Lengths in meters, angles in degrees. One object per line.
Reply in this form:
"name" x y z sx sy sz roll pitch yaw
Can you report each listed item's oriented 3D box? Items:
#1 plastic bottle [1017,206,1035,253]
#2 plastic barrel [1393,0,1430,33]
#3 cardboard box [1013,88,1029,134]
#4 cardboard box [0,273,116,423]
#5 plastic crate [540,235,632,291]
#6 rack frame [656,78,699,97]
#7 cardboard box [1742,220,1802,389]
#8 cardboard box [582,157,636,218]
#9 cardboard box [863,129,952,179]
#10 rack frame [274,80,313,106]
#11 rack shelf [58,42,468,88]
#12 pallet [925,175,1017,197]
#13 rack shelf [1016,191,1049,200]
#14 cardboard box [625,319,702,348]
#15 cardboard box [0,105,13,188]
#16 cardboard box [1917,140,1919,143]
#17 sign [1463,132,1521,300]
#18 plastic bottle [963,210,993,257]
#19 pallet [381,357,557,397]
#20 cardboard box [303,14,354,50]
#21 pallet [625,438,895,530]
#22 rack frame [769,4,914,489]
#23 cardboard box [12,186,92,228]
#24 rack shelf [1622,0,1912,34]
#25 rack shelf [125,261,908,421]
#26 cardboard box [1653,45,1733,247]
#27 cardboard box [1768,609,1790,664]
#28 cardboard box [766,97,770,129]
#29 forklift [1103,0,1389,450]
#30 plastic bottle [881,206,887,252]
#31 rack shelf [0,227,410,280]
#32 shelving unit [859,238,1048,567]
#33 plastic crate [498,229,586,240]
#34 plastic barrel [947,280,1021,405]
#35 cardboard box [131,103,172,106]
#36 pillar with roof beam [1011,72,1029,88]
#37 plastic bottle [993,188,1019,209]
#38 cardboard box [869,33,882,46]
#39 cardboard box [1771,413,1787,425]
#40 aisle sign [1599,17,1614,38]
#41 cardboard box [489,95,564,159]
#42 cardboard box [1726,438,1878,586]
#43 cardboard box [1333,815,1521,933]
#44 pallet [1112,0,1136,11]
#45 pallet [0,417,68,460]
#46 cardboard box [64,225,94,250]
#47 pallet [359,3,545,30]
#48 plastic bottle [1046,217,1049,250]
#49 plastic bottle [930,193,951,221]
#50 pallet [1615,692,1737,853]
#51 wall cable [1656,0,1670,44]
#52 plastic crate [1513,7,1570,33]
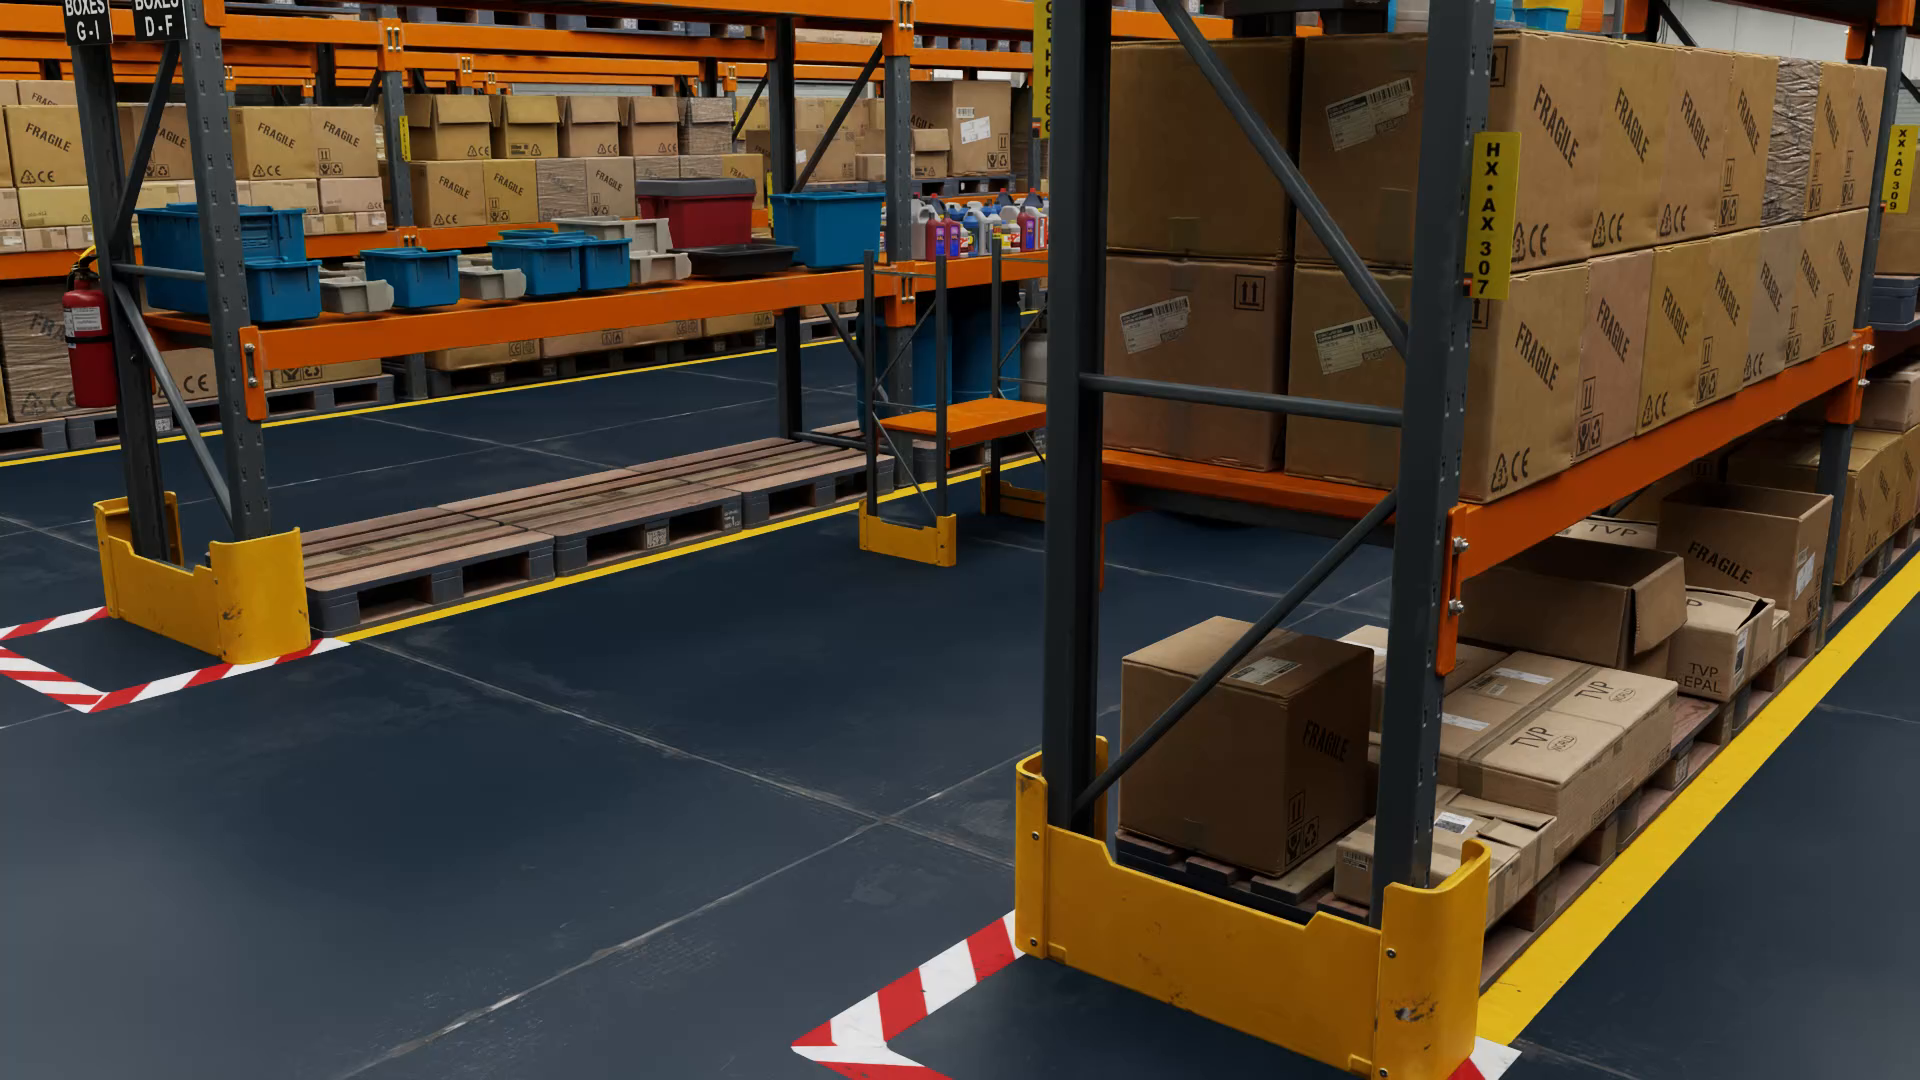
"plastic bottle" 0.417 -1.961 10.486 0.061 0.283 0.133 11 18 38
"plastic barrel" 3.763 -4.816 14.376 0.600 0.901 0.600 0 14 0
"cardboard box" 0.953 -4.866 18.846 0.500 0.500 0.500 11 18 38
"cardboard box" -6.158 -1.326 11.214 0.875 0.875 0.875 11 18 38
"plastic crate" -1.790 -1.331 7.987 0.416 0.233 0.300 11 18 38
"rack frame" -4.722 -6.441 27.885 1.000 3.000 0.127 11 18 38
"cardboard box" 2.388 -0.791 5.441 0.500 0.500 0.500 12 18 39
"cardboard box" -3.121 -2.999 14.134 0.500 0.500 0.500 12 18 39
"cardboard box" -0.545 -4.049 17.406 0.797 0.503 0.637 14 20 43
"rack frame" -11.099 -6.442 27.891 1.000 3.000 0.127 11 18 38
"rack shelf" -7.093 -4.884 17.127 1.077 0.370 4.000 11 18 38
"pallet" -0.121 -3.925 18.369 1.003 0.211 1.213 11 18 38
"rack shelf" 1.729 -4.176 20.429 1.077 0.370 4.000 11 18 38
"cardboard box" -3.058 -2.251 14.853 1.225 0.875 0.875 11 18 38
"cardboard box" -6.244 -2.424 10.251 0.500 0.500 0.500 11 18 36
"cardboard box" 4.630 -1.810 8.600 0.500 0.500 0.700 -12 18 -39
"sign" 1.055 -0.645 3.313 0.100 0.325 0.005 11 18 38
"plastic bottle" 0.114 -1.883 10.193 0.152 0.276 0.135 11 18 38
"pallet" -4.129 -1.417 13.773 1.003 0.211 1.213 11 18 38
"cardboard box" -6.619 -5.323 17.189 0.500 0.500 0.500 11 18 38
"pallet" -1.135 -0.345 9.551 1.003 0.211 1.213 11 18 38
"rack frame" -0.703 -1.843 9.785 1.000 3.000 0.127 11 18 38
"cardboard box" -5.918 -2.161 10.739 0.500 0.250 0.500 11 18 36
"rack shelf" 1.890 -1.798 4.976 1.077 0.370 4.000 11 18 38
"rack shelf" -1.960 -1.111 8.366 1.077 0.370 4.000 11 18 38
"cardboard box" 1.758 -1.083 4.561 0.500 0.500 0.500 12 18 38
"cardboard box" 2.821 0.327 6.140 0.380 0.149 0.250 11 18 38
"cardboard box" -2.808 -5.713 22.522 0.875 0.550 0.550 11 18 38
"forklift" 2.339 -1.764 9.616 3.031 2.935 1.130 -9 17 -31
"plastic bottle" -0.477 -1.978 10.570 0.152 0.276 0.135 11 18 38
"rack shelf" -5.813 -1.878 11.383 1.077 0.370 4.000 11 18 38
"shelving unit" 0.048 -0.742 8.496 0.587 1.500 1.083 11 18 38
"plastic crate" -2.126 -1.458 8.487 0.416 0.233 0.300 11 18 38
"plastic barrel" 0.097 -1.267 10.925 0.600 0.901 0.708 11 18 38
"cardboard box" -10.187 -5.203 20.778 0.500 0.500 0.500 12 18 39
"pillar with roof beam" 4.938 -12.903 41.139 9.100 9.000 0.400 11 18 38
"plastic bottle" 0.312 -2.257 11.514 0.144 0.351 0.185 11 18 38
"cardboard box" -0.910 -5.005 16.446 0.500 0.250 0.500 12 18 39
"cardboard box" 3.867 -0.406 8.310 0.500 0.500 0.500 12 18 38
"aisle sign" 7.115 -5.369 18.385 0.394 0.787 0.004 11 18 38
"cardboard box" -3.720 -3.397 13.663 0.797 0.503 0.637 12 18 38
"cardboard box" 3.641 -0.132 7.235 0.500 0.500 0.500 10 18 35
"cardboard box" 1.164 0.832 4.153 0.380 0.149 0.250 11 18 38
"pallet" 0.424 -3.588 10.946 1.003 0.211 1.213 11 18 38
"pallet" -6.628 -0.657 10.781 1.003 0.211 1.213 11 18 38
"cardboard box" -5.784 -1.985 10.855 0.380 0.149 0.250 11 18 37
"pallet" -4.018 -4.154 13.178 0.805 0.209 1.217 10 18 35
"plastic bottle" 0.560 -1.972 10.695 0.097 0.201 0.097 0 14 0
"plastic bottle" -0.152 -2.059 10.735 0.144 0.351 0.185 11 18 38
"pallet" 1.948 0.642 5.667 1.003 0.211 1.213 11 18 38
"wall cable" 19.386 -16.403 48.009 2.305 6.003 0.169 11 18 38
"plastic crate" 5.874 -5.175 16.843 0.392 0.384 0.575 11 18 38
